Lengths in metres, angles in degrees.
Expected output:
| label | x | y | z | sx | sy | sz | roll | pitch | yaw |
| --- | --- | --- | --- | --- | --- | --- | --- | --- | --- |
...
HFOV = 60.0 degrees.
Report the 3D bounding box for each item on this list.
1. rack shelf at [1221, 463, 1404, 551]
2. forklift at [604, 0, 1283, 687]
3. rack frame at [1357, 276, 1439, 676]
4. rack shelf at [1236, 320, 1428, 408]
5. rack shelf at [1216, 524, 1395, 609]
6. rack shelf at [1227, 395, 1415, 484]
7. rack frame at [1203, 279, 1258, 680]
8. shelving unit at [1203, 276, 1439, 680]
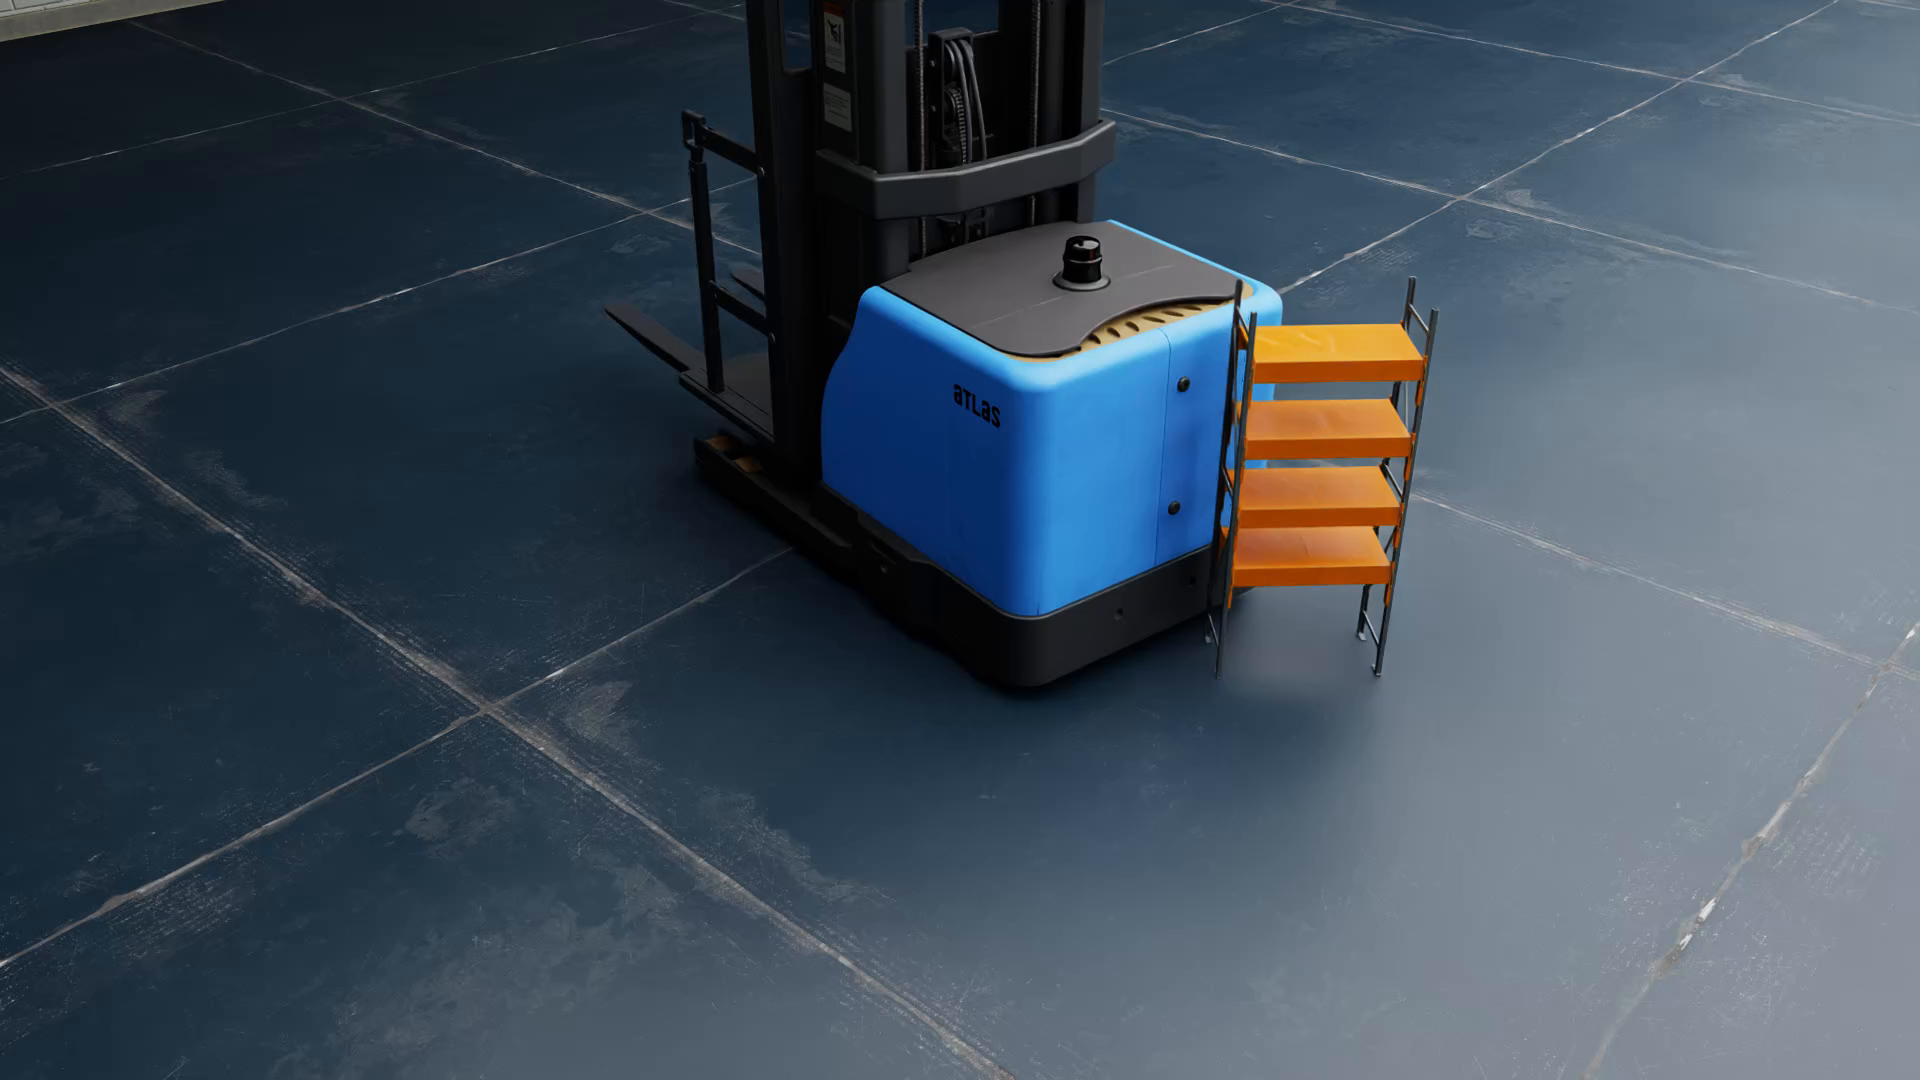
| label | x | y | z | sx | sy | sz | roll | pitch | yaw |
| --- | --- | --- | --- | --- | --- | --- | --- | --- | --- |
| rack shelf | 1.024 | -0.099 | 4.881 | 0.480 | 0.148 | 0.258 | -1 | 31 | -2 |
| forklift | -0.315 | -1.526 | 5.443 | 1.130 | 2.935 | 3.031 | -21 | 37 | -31 |
| rack frame | 1.268 | -0.161 | 4.854 | 0.015 | 1.200 | 0.240 | -1 | 31 | -2 |
| rack shelf | 1.024 | -0.493 | 4.644 | 0.480 | 0.148 | 0.258 | -1 | 31 | -2 |
| rack shelf | 1.024 | 0.071 | 4.983 | 0.480 | 0.148 | 0.258 | -1 | 31 | -2 |
| rack shelf | 1.024 | -0.290 | 4.766 | 0.480 | 0.148 | 0.258 | -1 | 31 | -2 |
| rack frame | 0.781 | -0.151 | 4.838 | 0.015 | 1.200 | 0.240 | -1 | 31 | -2 |
| shelving unit | 1.024 | -0.156 | 4.846 | 0.503 | 1.200 | 0.258 | -1 | 31 | -2 |
